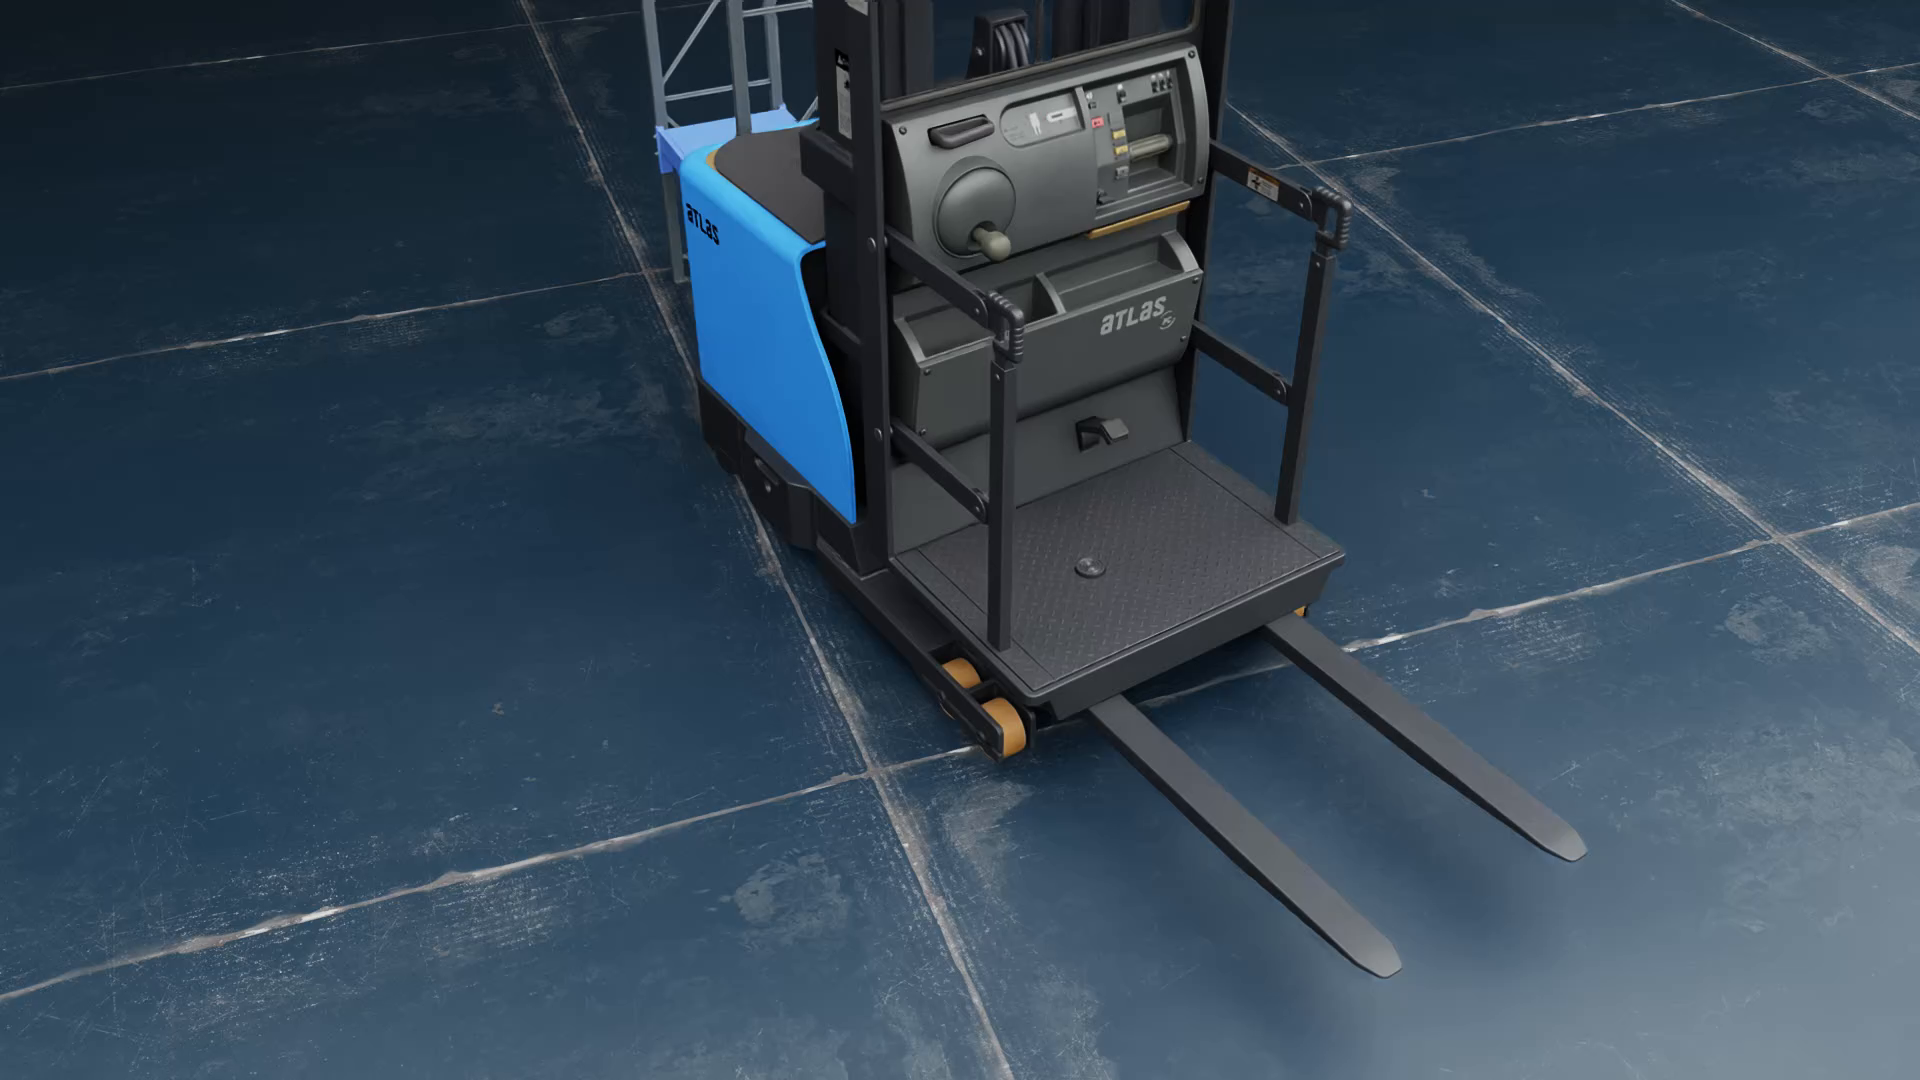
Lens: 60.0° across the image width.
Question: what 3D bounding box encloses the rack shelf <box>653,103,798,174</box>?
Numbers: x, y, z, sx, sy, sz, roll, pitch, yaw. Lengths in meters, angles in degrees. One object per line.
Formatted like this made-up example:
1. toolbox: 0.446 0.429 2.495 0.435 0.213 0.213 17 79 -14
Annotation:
1. rack shelf: -0.694 -1.266 5.983 0.538 0.185 1.000 -16 40 -20

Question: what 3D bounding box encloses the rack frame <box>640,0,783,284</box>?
1. rack frame: -0.910 -1.686 6.242 0.500 1.500 0.032 -16 40 -20

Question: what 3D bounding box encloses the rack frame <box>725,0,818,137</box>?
1. rack frame: -0.477 -1.133 5.508 0.500 1.500 0.032 -16 40 -20

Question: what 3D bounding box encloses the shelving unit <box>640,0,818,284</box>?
1. shelving unit: -0.694 -1.410 5.875 0.538 1.500 1.048 -16 40 -20

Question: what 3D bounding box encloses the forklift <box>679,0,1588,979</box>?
1. forklift: 0.365 -0.909 4.021 1.130 2.935 3.031 -22 42 -26
